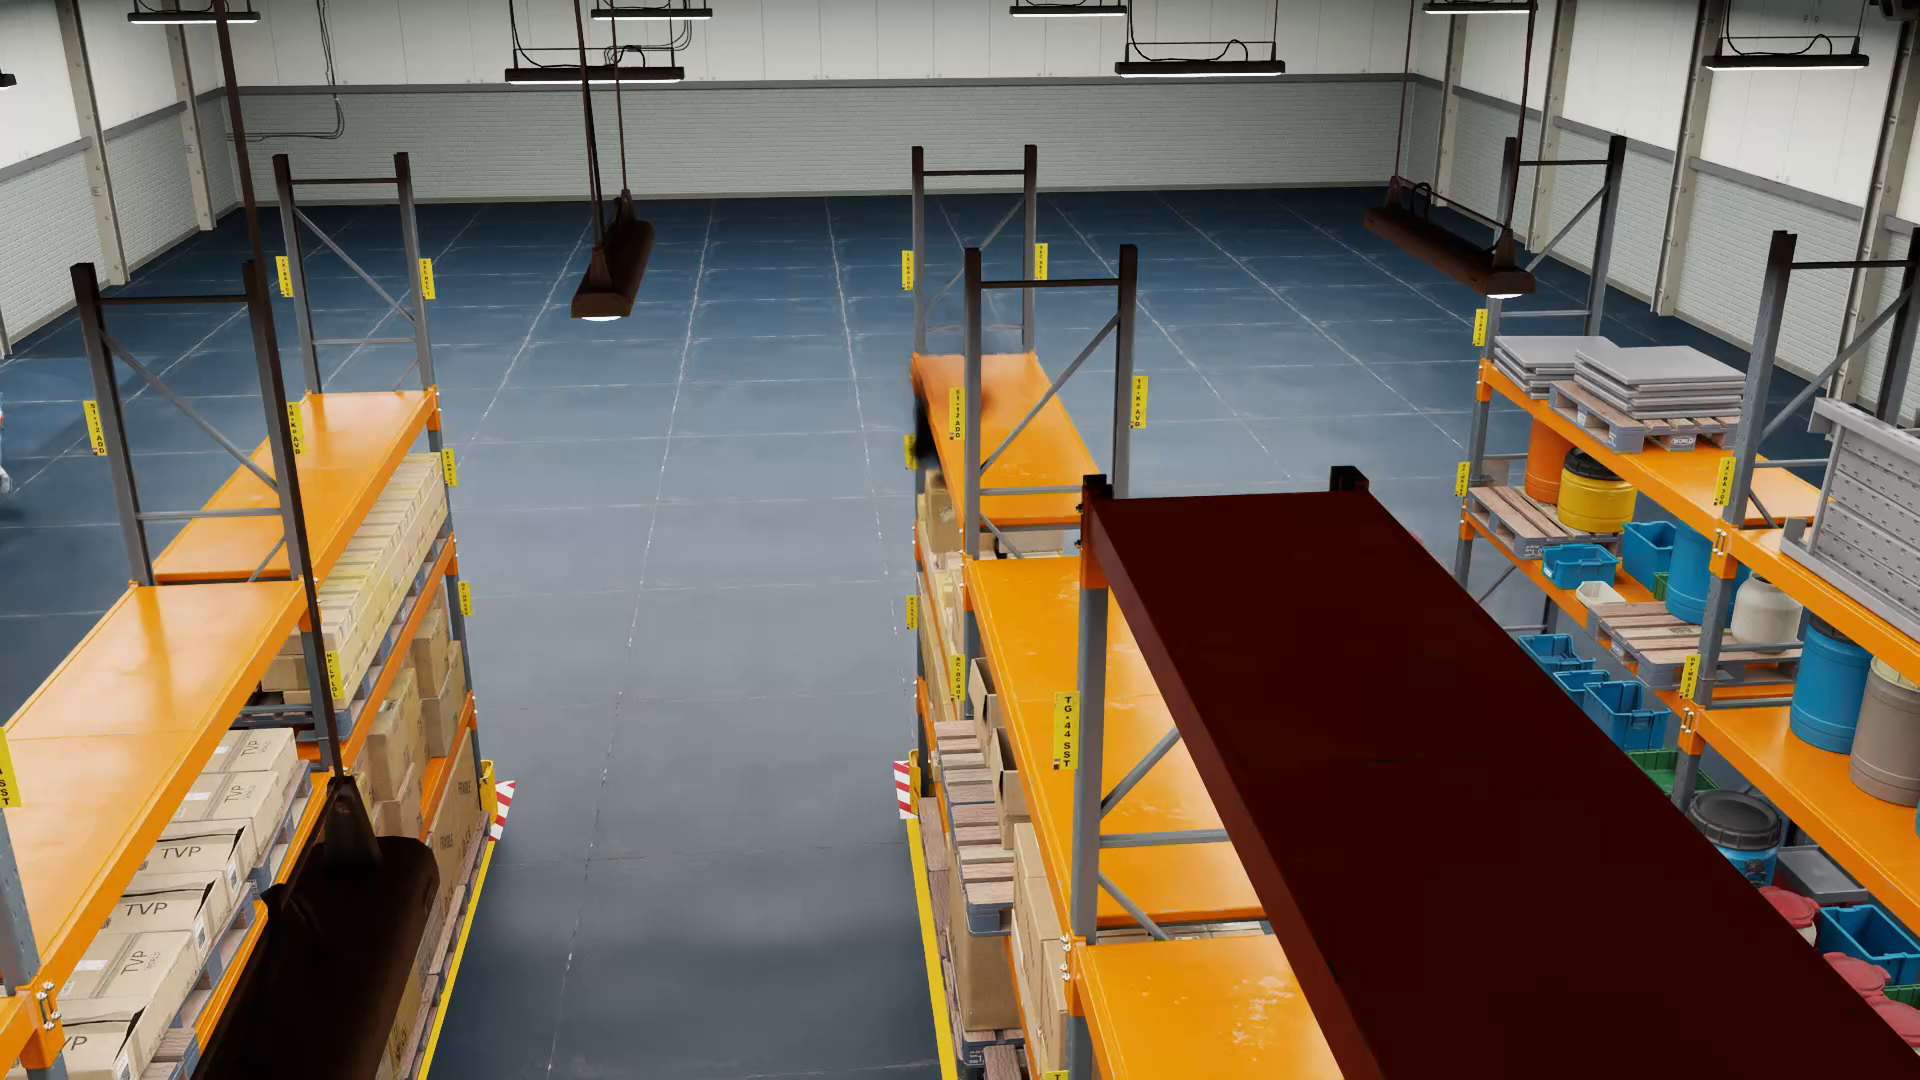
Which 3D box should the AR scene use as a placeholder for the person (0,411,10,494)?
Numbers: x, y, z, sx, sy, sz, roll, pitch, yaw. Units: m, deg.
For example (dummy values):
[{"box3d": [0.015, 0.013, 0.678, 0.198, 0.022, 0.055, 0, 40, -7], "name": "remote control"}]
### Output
[{"box3d": [-13.364, -1.340, 22.674, 0.622, 1.734, 0.679, 14, 25, 31], "name": "person"}]
